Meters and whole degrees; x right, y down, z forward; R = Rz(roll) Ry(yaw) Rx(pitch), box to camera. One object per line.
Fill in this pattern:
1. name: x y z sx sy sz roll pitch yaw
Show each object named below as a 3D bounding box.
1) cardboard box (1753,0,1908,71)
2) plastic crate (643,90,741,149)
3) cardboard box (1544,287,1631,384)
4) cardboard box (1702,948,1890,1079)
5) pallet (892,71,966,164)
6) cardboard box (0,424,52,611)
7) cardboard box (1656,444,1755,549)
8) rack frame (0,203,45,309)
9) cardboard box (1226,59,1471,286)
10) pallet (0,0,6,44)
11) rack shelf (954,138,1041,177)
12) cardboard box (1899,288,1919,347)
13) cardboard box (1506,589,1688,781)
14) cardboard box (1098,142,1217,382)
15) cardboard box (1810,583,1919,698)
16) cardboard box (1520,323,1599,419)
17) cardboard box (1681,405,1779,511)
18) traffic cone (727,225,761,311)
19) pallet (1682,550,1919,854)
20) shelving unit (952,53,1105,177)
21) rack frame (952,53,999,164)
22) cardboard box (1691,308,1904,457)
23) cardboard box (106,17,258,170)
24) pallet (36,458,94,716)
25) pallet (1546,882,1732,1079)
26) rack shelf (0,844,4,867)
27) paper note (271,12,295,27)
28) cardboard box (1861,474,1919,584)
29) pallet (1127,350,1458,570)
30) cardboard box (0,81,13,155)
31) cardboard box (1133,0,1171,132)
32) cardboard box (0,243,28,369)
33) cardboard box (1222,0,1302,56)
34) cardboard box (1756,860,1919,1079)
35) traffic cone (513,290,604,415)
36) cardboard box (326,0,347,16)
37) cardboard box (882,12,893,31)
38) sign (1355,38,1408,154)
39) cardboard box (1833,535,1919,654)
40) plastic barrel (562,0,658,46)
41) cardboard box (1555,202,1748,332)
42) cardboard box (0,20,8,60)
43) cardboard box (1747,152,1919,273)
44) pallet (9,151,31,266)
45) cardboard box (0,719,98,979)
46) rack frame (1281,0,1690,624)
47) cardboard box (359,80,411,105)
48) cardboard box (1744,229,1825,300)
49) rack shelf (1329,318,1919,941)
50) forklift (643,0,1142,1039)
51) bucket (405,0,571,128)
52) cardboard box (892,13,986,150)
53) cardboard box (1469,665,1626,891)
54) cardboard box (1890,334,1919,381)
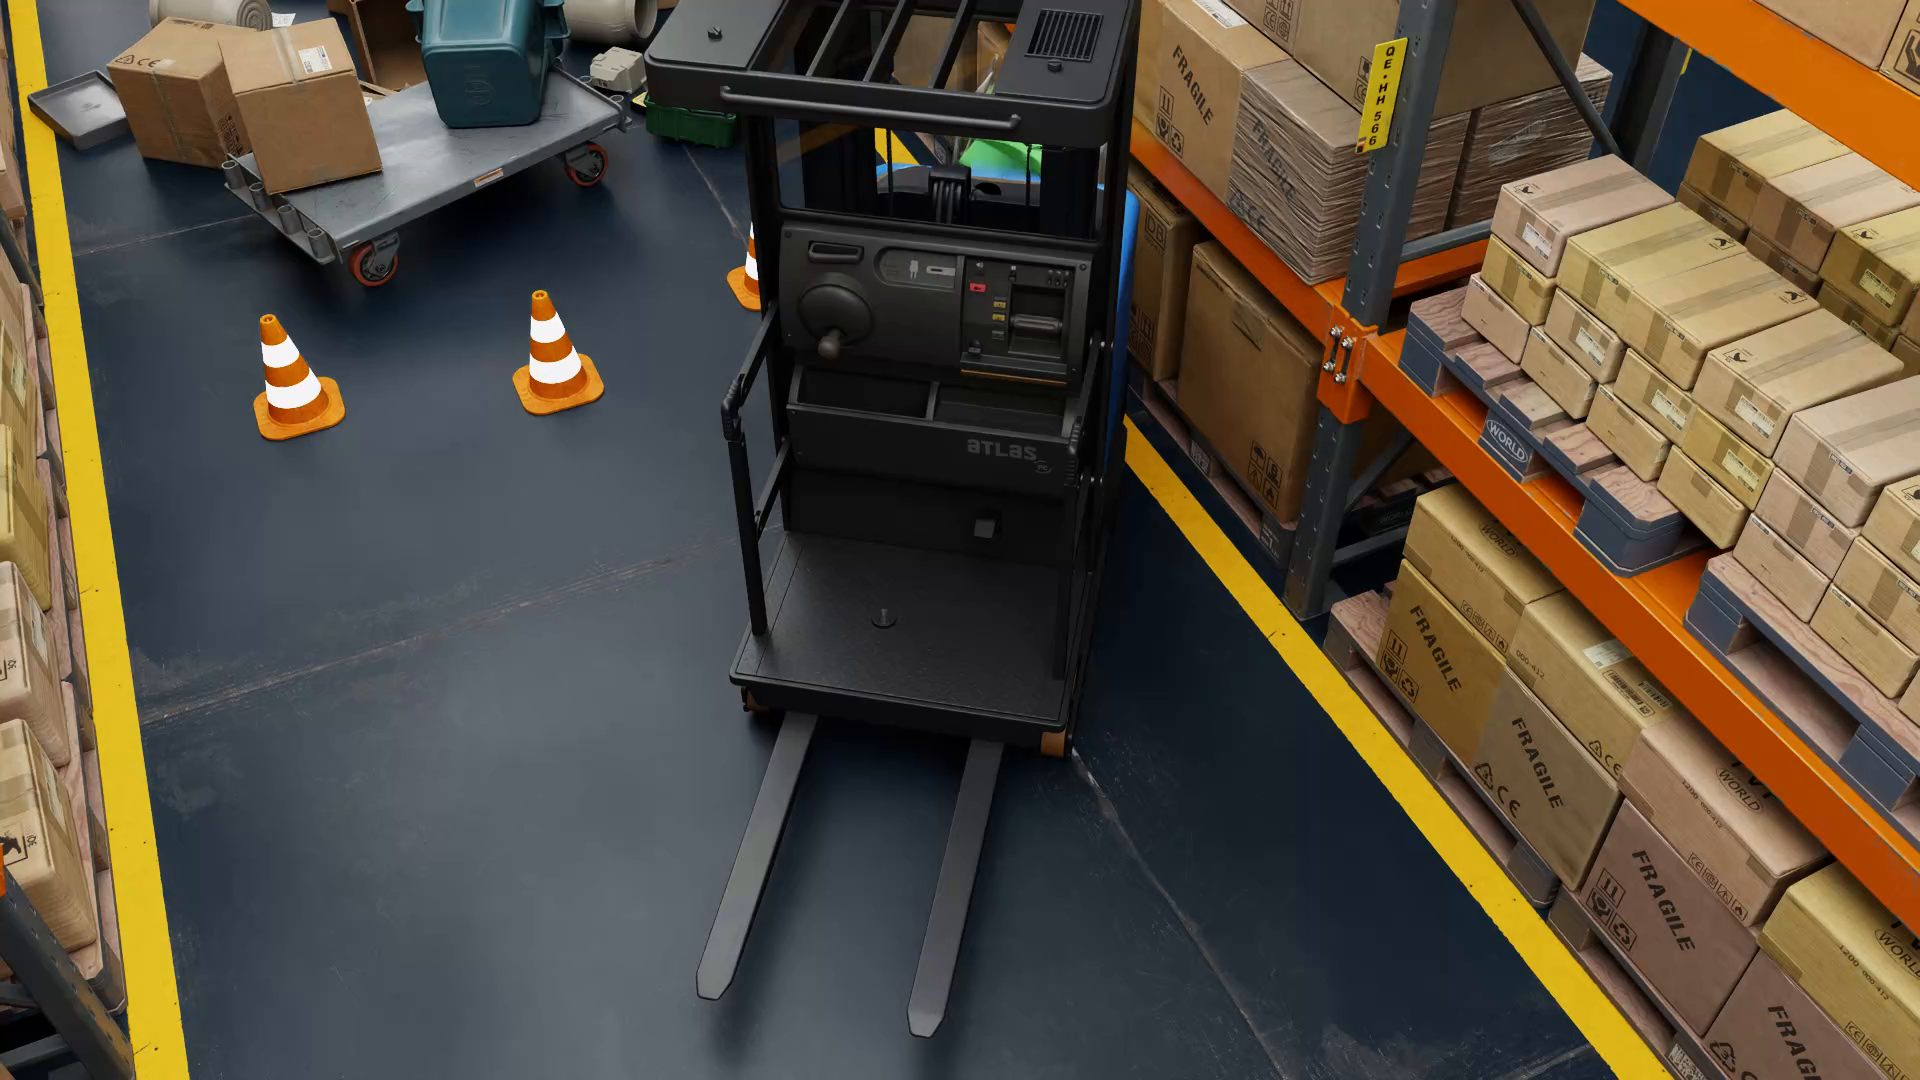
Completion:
1. cardboard box: 1.859 -1.299 3.224 0.500 0.500 0.500 -18 47 -17
2. plastic crate: -1.300 -2.247 8.353 0.450 0.188 0.662 11 45 -3
3. cardboard box: 1.780 -0.581 4.371 0.380 0.149 0.250 -16 47 -16
4. cardboard box: 2.358 1.282 4.295 0.500 0.500 0.500 -19 48 -18
5. pallet: 0.354 -2.041 8.169 1.003 0.211 1.213 -18 47 -17
6. cardboard box: -3.665 0.042 5.644 0.950 0.372 0.625 -17 47 -16
7. cardboard box: 1.990 -0.155 4.152 0.380 0.149 0.250 -16 47 -16
8. rack frame: -4.487 -1.977 6.118 1.000 3.000 0.127 -18 47 -17
9. cardboard box: 1.210 -1.198 5.257 0.500 0.500 0.500 -18 47 -17
10. pallet: -5.828 -2.957 9.097 1.003 0.211 1.213 -18 47 -17
11. rack shelf: 0.243 -1.404 6.462 0.480 0.148 0.258 31 64 9
12. cardboard box: 2.595 -0.553 4.131 0.380 0.149 0.250 -17 47 -16
13. cardboard box: 1.927 0.353 4.704 0.500 0.250 0.500 -19 48 -18
14. cardboard box: 1.098 -1.274 6.708 1.050 0.750 0.750 -17 47 -17
15. cardboard box: 2.208 0.175 3.817 0.380 0.149 0.250 -17 47 -17
16. cardboard box: 1.761 -0.499 4.500 0.380 0.149 0.250 -16 47 -15
17. cardboard box: 2.002 -0.251 4.037 0.380 0.149 0.250 -18 47 -17
18. traffic cone: -0.845 -1.300 7.238 0.336 0.463 0.334 -18 47 -17
19. pallet: 2.513 0.363 3.883 1.003 0.211 1.213 -18 47 -17
20. shelving unit: 0.225 -1.325 6.619 0.503 1.200 0.258 31 64 9
21. rack frame: 0.019 -1.449 6.658 0.015 1.200 0.240 31 64 9
22. cardboard box: 1.987 -0.378 3.953 0.380 0.149 0.250 -20 48 -19
23. cardboard box: -3.703 -2.173 8.095 0.500 0.500 0.500 11 46 11
24. pallet: -3.642 0.290 5.806 1.003 0.211 1.213 -18 47 -17
25. pallet: 2.480 1.313 4.769 1.003 0.211 1.213 -18 47 -17
26. rack shelf: -3.646 -0.447 5.079 1.077 0.370 4.000 -18 47 -17
27. paper note: -3.745 -2.865 9.140 0.148 0.019 0.142 -3 45 -3
28. cardboard box: 2.216 -0.038 3.609 0.380 0.149 0.250 -17 47 -16
29. pallet: 1.380 -0.487 6.593 1.003 0.211 1.213 -18 47 -17
30. cardboard box: -4.725 -1.941 7.740 0.500 0.250 0.500 -16 47 -15
31. cardboard box: 0.792 -1.835 5.903 0.500 0.500 0.500 -19 48 -18
32. cardboard box: -4.264 -0.858 6.556 0.950 0.372 0.625 -17 47 -17
33. cardboard box: 1.250 -1.957 5.315 0.700 0.500 0.500 -19 48 -18
34. cardboard box: 2.343 1.004 4.044 0.500 0.250 0.500 -20 48 -19
35. traffic cone: -1.666 -0.808 6.739 0.336 0.463 0.334 -18 47 -17
36. cardboard box: -3.134 -3.266 9.202 0.637 0.503 0.797 18 47 18
37. cardboard box: -0.240 -3.318 8.691 0.875 0.875 0.875 -17 47 -17
38. sign: 1.141 -1.201 4.507 0.100 0.325 0.005 -18 47 -17
39. cardboard box: 2.207 0.067 3.714 0.380 0.149 0.250 -18 48 -18
40. plastic barrel: -1.907 -2.856 8.843 0.512 0.421 0.421 11 46 11
41. cardboard box: 1.777 -0.704 4.284 0.380 0.149 0.250 -19 48 -18
42. cardboard box: -5.149 -2.597 8.405 0.500 0.250 0.500 -20 48 -19
43. cardboard box: 2.369 -0.889 4.471 0.380 0.149 0.250 -19 48 -18
44. pallet: -4.802 -1.402 7.521 1.003 0.211 1.213 -18 47 -17
45. cardboard box: -3.034 0.995 4.678 0.950 0.372 0.625 -21 48 -20
46. rack frame: 1.643 -0.955 5.082 1.000 3.000 0.127 -18 47 -17
47. cardboard box: -2.882 -2.157 8.247 0.396 0.266 0.258 18 47 18
48. cardboard box: 2.378 -0.771 4.563 0.380 0.149 0.250 -16 47 -16
49. rack shelf: 2.484 0.576 4.043 1.077 0.370 4.000 -18 47 -17
50. forklift: -0.119 -0.610 4.781 1.130 2.935 3.031 8 45 8
51. bucket: -2.188 -2.285 7.679 0.726 0.611 0.620 -3 55 -3
52. cardboard box: 0.304 -2.483 7.934 1.050 0.750 0.750 -18 47 -18
53. cardboard box: 1.924 0.631 4.955 0.500 0.500 0.500 -17 47 -17
54. cardboard box: 2.596 -0.444 4.232 0.380 0.149 0.250 -18 47 -17
